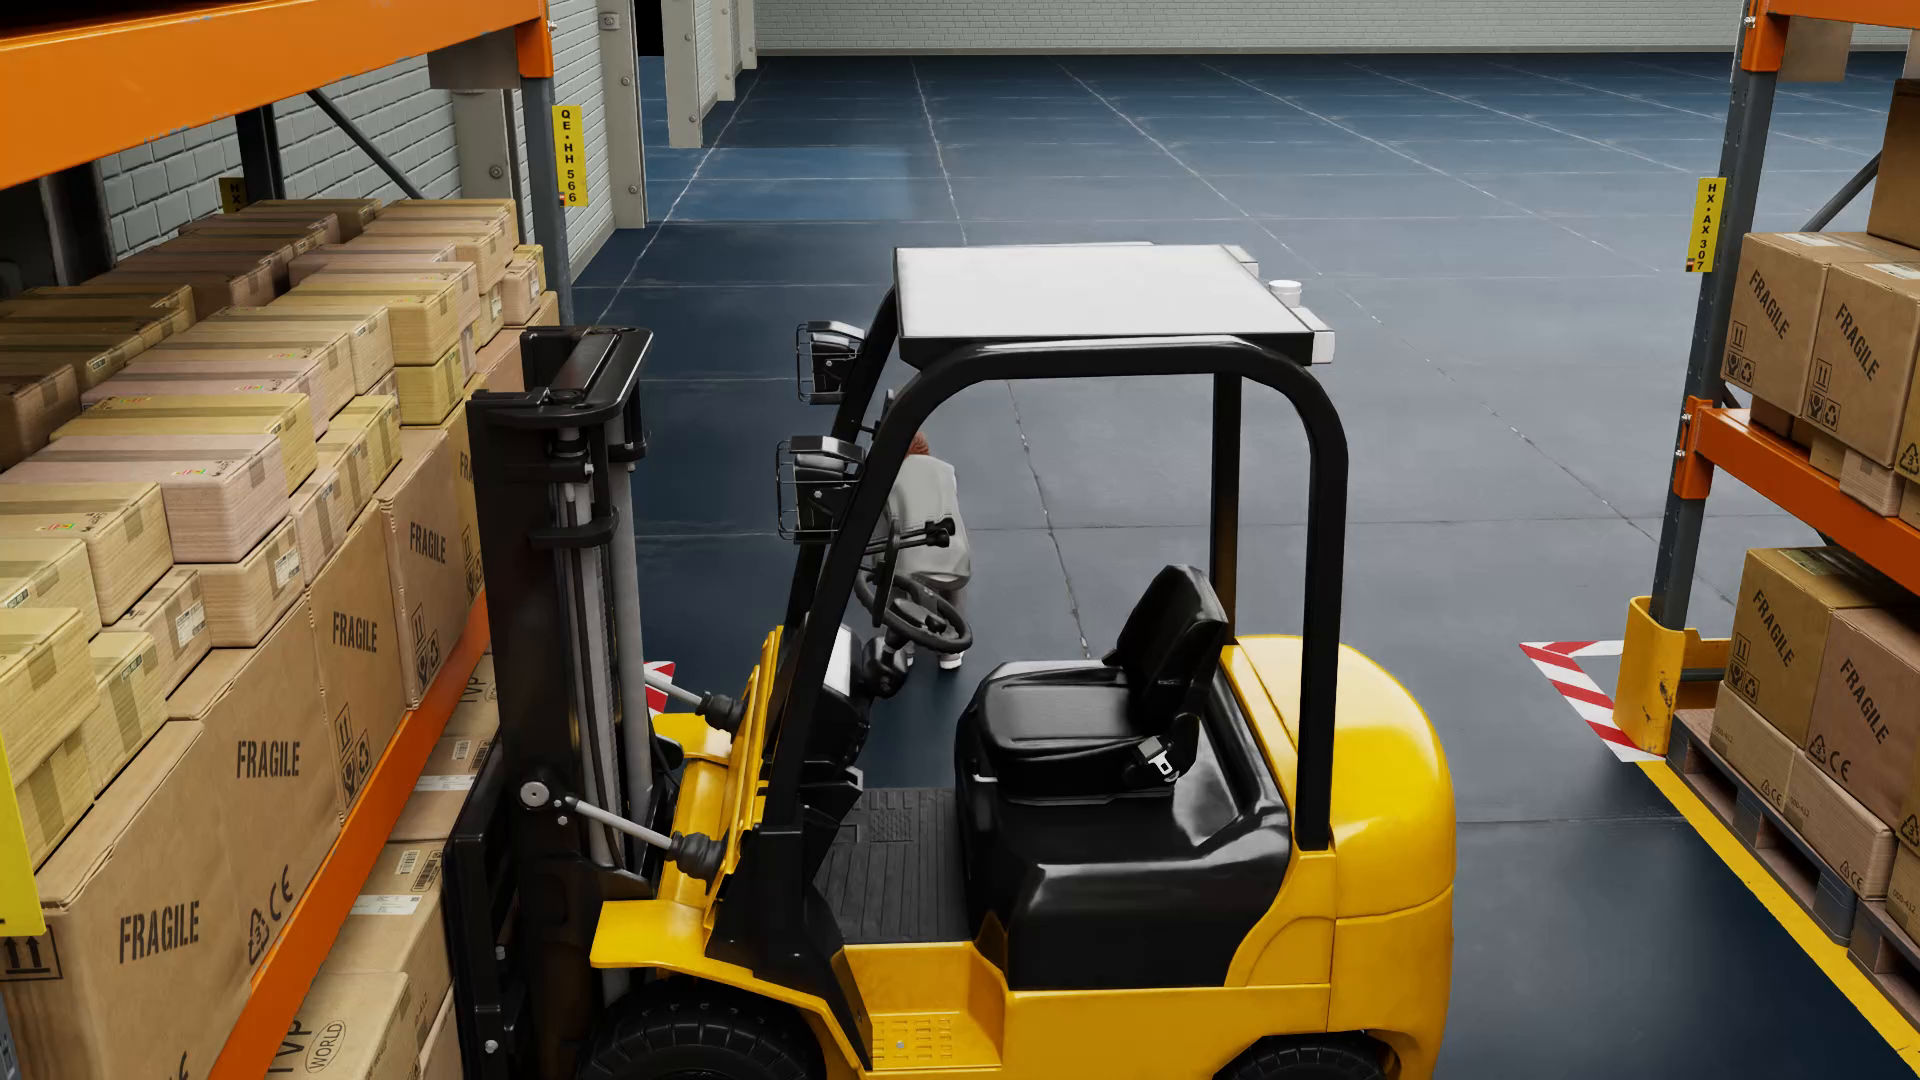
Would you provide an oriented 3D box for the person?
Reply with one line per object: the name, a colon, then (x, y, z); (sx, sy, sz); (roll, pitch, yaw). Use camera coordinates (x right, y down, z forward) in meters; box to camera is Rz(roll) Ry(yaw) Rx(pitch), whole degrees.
person: (-0.162, 0.046, 6.973); (0.419, 0.896, 0.835); (-2, 21, -4)
